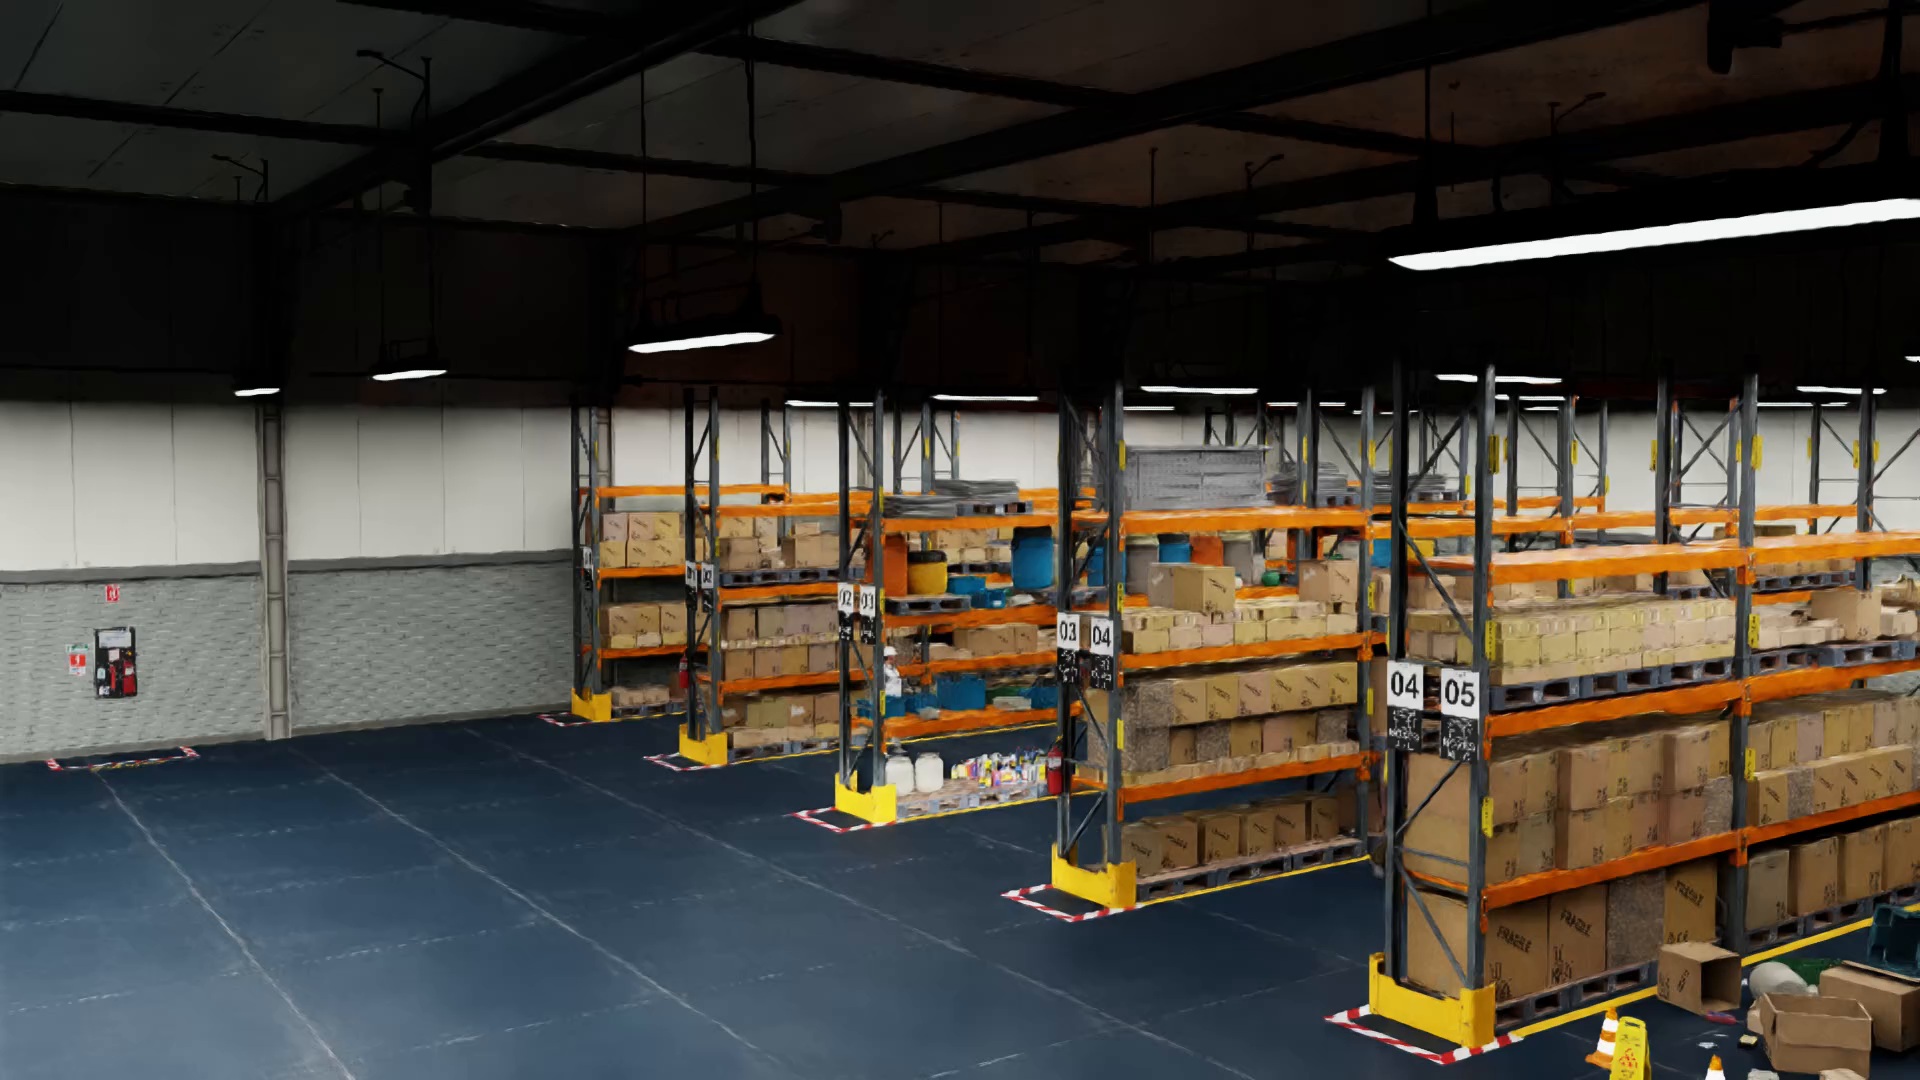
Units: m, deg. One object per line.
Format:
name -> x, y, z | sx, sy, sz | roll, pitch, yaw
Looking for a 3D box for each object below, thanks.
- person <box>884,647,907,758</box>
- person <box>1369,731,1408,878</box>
person -> -1.116, 2.631, 27.130 | 0.448, 1.780, 0.586 | 2, 4, 24
person -> 5.076, 3.100, 19.524 | 0.517, 1.775, 0.634 | 2, 4, 30
